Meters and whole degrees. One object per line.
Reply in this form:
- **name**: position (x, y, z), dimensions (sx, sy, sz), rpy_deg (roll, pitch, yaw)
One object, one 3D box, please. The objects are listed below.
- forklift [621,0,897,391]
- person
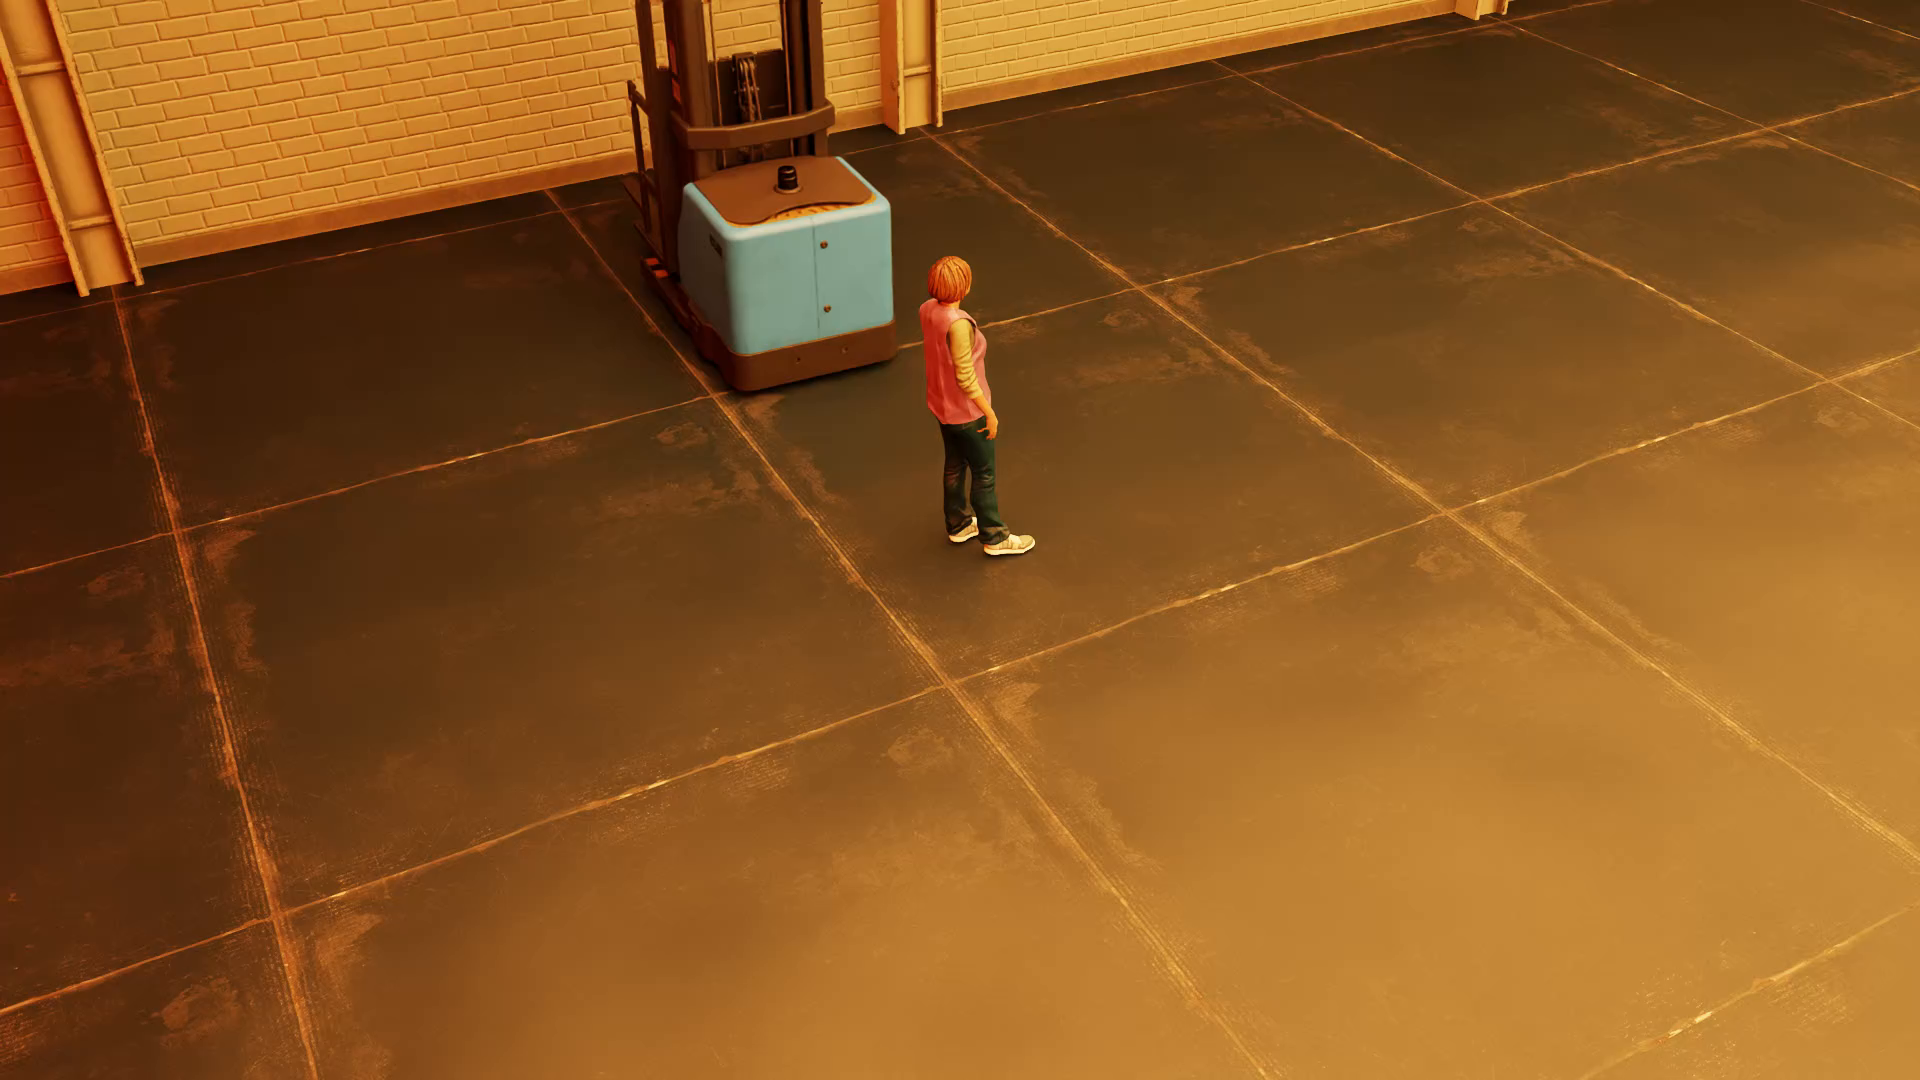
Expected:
- **forklift**: position (-1.478, -2.910, 10.240), dimensions (1.130, 2.935, 3.031), rpy_deg (-15, 38, -21)
- **person**: position (0.071, -0.671, 8.215), dimensions (0.475, 1.596, 0.520), rpy_deg (-17, 39, -23)
